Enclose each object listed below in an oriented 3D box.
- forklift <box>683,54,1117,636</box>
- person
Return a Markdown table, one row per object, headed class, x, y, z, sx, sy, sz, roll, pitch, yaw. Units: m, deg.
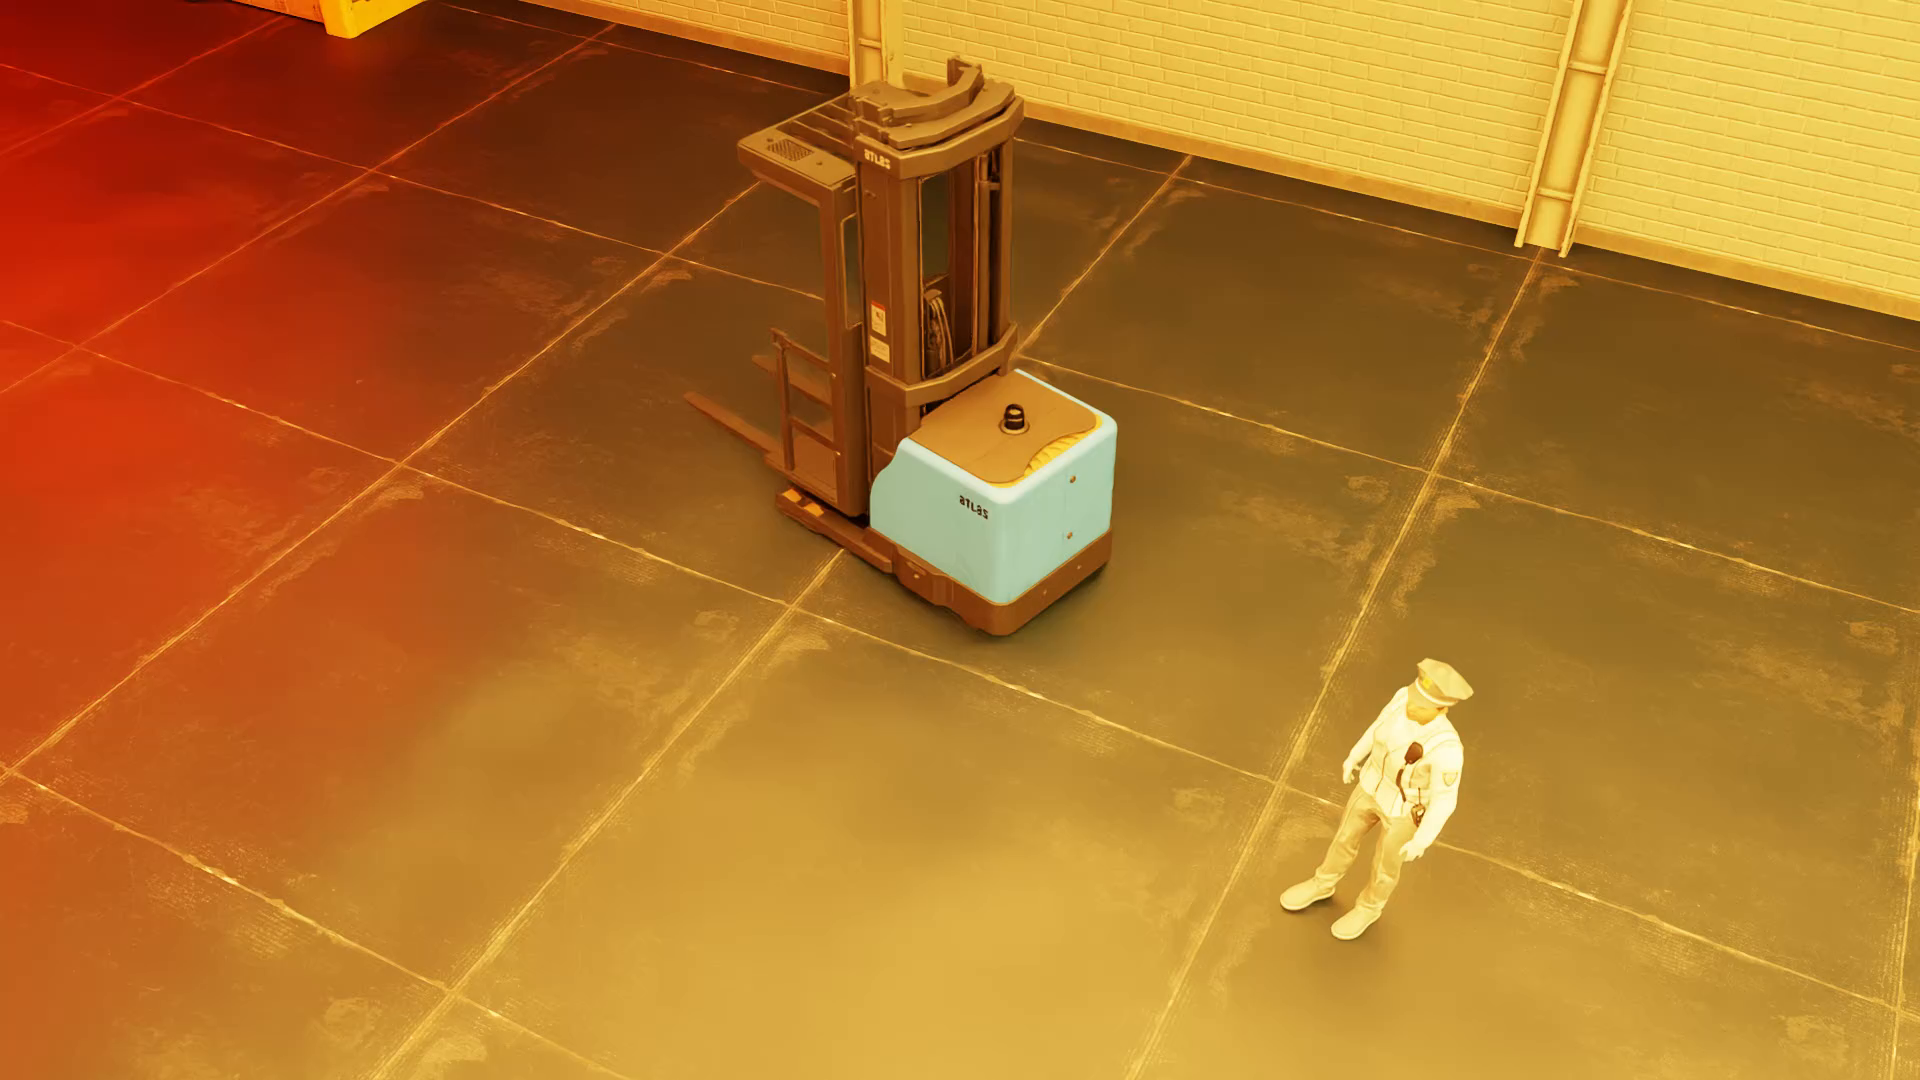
| class | x | y | z | sx | sy | sz | roll | pitch | yaw |
| --- | --- | --- | --- | --- | --- | --- | --- | --- | --- |
| forklift | -0.513 | -1.402 | 9.651 | 3.031 | 2.935 | 1.130 | 31 | 49 | 31 |
| person | 1.899 | 1.199 | 7.517 | 0.522 | 1.697 | 0.591 | -17 | 43 | -19 |
